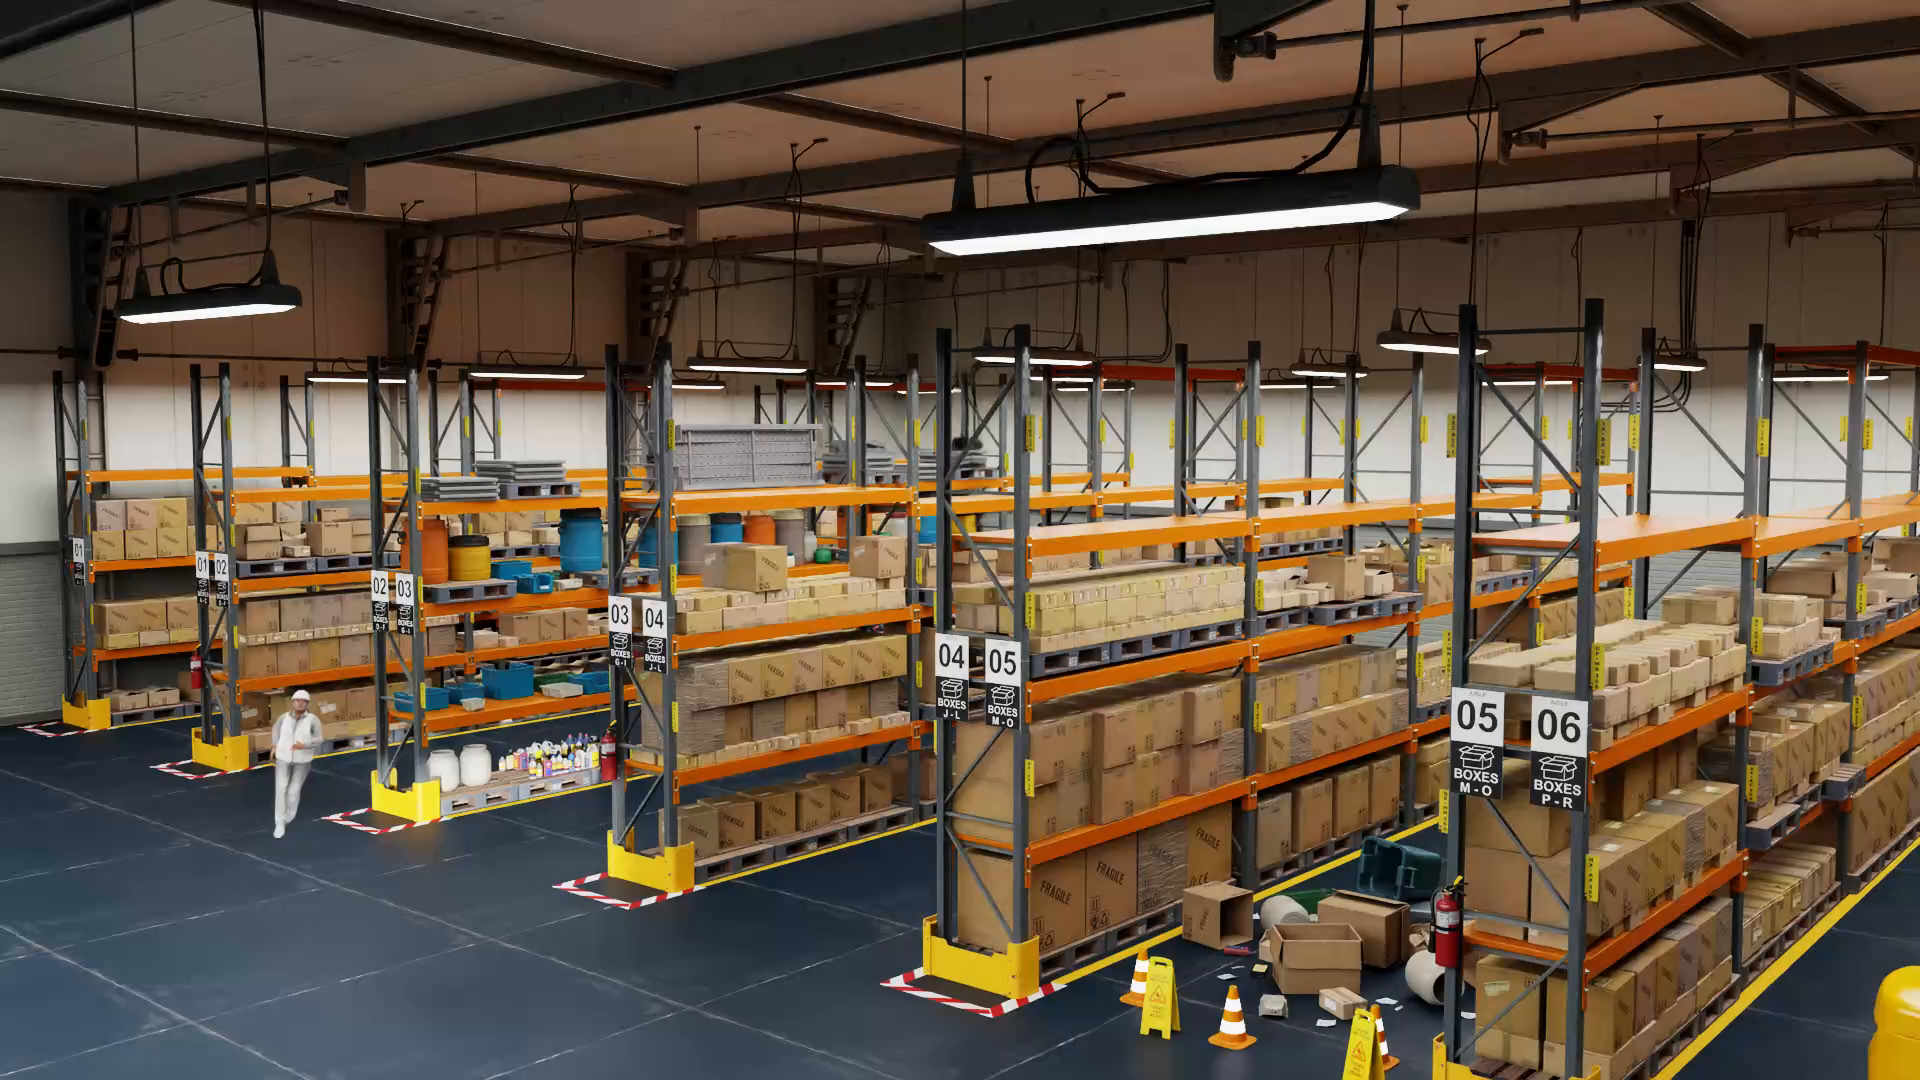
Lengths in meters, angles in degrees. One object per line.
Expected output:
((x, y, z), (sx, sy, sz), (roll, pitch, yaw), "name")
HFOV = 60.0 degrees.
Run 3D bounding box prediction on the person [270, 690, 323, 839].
((-8.330, 2.769, 20.877), (0.649, 1.764, 0.849), (-1, 4, -16), "person")
